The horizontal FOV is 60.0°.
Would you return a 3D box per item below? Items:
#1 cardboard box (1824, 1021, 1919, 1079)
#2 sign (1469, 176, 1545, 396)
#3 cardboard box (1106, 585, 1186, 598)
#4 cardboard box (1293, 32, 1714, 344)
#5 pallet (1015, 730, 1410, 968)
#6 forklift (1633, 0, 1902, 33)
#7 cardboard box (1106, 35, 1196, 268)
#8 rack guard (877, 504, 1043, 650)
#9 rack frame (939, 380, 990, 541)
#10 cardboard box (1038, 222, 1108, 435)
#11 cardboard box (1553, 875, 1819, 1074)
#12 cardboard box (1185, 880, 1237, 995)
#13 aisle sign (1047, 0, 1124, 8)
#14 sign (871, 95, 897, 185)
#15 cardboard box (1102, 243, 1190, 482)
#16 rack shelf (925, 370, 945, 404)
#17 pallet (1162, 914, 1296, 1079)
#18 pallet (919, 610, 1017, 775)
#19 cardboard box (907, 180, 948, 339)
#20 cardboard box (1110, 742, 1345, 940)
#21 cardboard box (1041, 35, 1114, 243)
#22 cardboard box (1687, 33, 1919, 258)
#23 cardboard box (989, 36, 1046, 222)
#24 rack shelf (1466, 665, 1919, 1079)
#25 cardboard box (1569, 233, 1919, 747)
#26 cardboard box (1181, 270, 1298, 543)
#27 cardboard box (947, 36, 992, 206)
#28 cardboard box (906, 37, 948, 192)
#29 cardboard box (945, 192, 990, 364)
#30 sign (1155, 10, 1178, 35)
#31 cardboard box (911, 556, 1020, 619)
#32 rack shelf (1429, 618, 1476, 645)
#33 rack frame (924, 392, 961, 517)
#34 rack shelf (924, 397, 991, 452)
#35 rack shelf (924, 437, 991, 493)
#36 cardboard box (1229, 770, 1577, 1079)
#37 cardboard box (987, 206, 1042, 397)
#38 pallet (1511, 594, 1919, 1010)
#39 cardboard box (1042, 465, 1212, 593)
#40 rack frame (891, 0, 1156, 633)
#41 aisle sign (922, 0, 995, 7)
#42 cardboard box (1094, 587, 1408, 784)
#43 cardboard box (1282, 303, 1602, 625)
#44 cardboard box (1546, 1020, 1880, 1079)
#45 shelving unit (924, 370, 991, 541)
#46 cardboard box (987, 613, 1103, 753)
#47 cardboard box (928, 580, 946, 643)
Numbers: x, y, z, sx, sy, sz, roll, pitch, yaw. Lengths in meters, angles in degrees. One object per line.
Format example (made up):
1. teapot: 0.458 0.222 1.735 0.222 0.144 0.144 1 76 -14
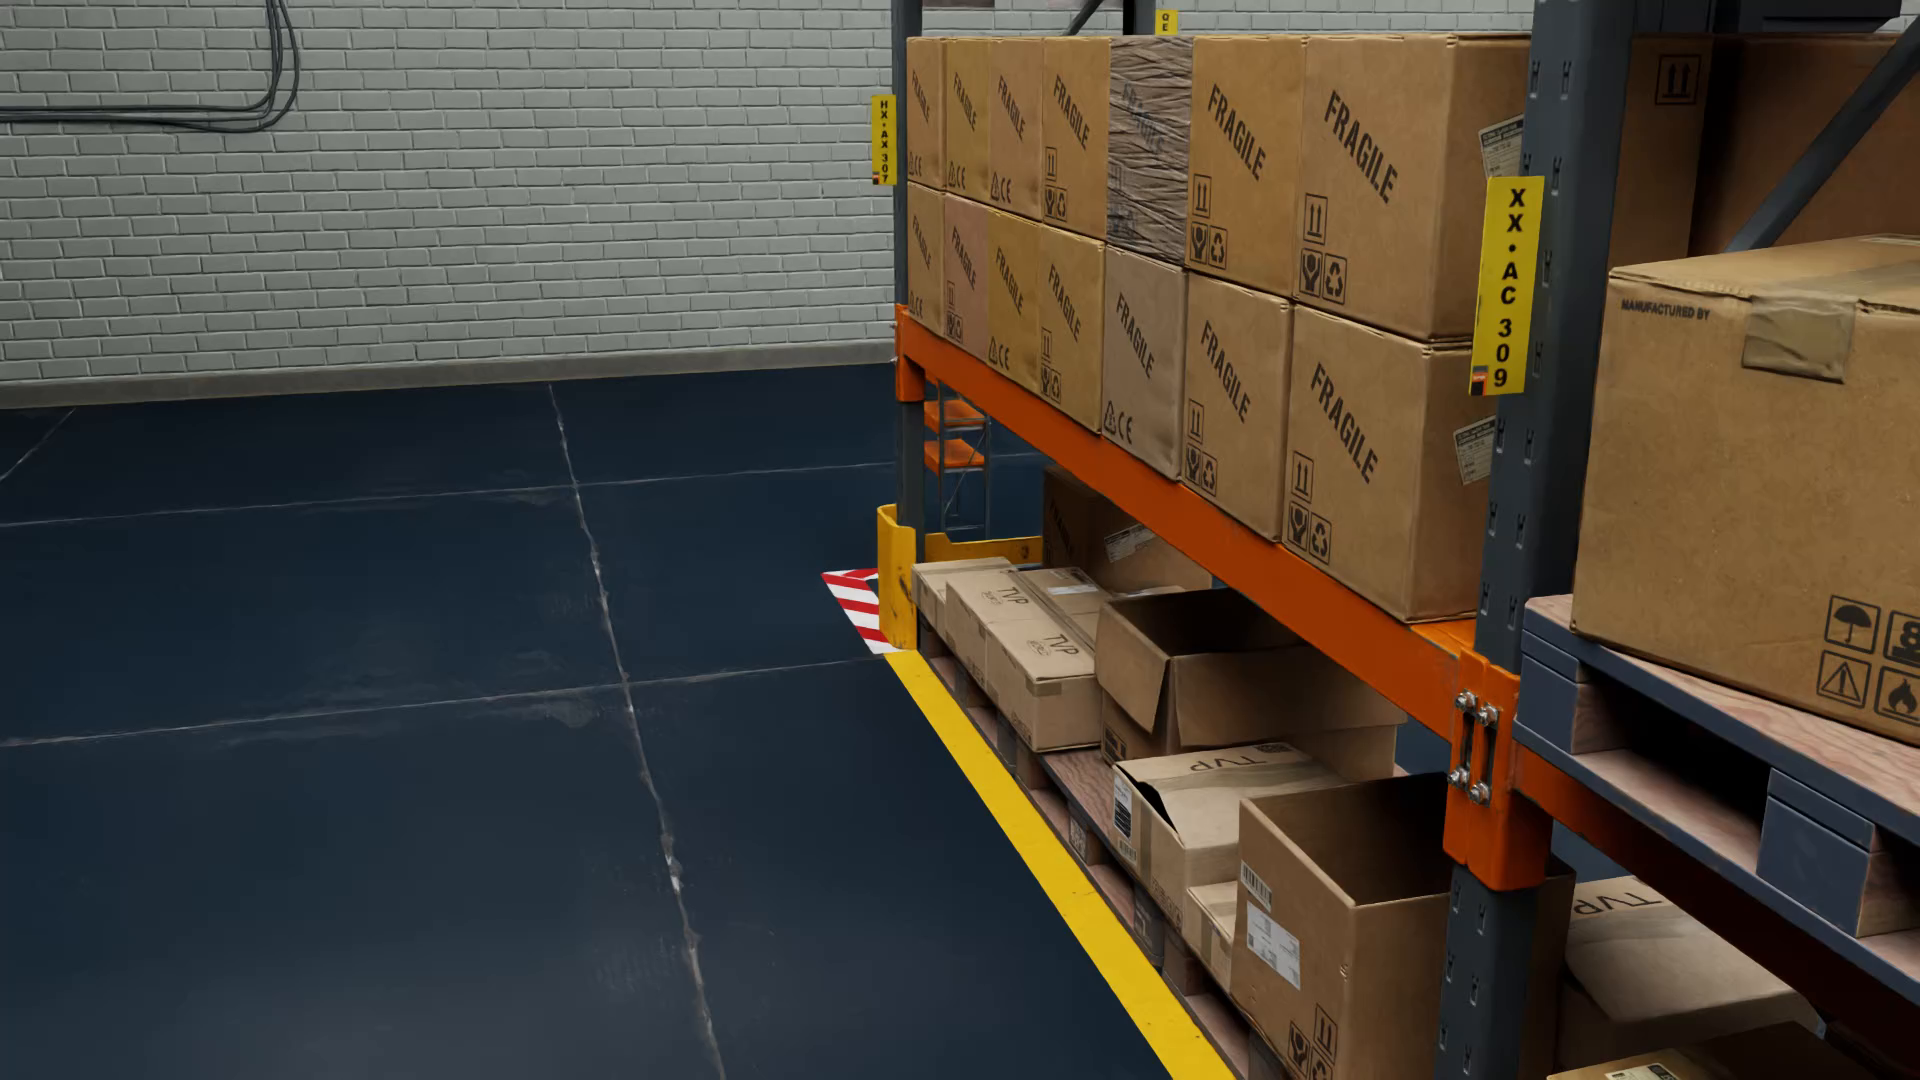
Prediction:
1. cardboard box: 1.753 1.091 2.687 0.500 0.500 0.500 -5 17 -16
2. sign: 0.823 -0.379 2.495 0.100 0.325 0.005 -5 17 -15
3. cardboard box: 0.654 0.280 5.965 0.380 0.166 0.250 -5 17 -15
4. cardboard box: 0.954 -0.656 3.009 0.500 0.500 0.500 -5 17 -15
5. pallet: 0.816 0.798 4.929 1.003 0.211 1.213 -5 17 -15
6. forklift: 3.599 -1.540 7.986 3.031 2.935 1.130 -2 17 -7
7. cardboard box: 0.673 -0.937 3.944 0.500 0.500 0.500 -5 17 -15
8. rack guard: 0.264 0.102 6.743 1.175 0.500 0.348 -5 17 -15
9. rack frame: 0.022 -0.553 7.707 0.240 1.200 0.015 -5 17 -15
10. cardboard box: 0.529 -0.600 4.563 0.500 0.500 0.500 -4 17 -15
11. cardboard box: 1.435 0.934 3.536 0.500 0.311 0.500 -5 17 -15
12. cardboard box: 0.752 0.911 3.896 0.380 0.149 0.250 -5 17 -15
13. aisle sign: 0.519 -2.404 6.222 0.394 0.787 0.004 -5 17 -15
14. sign: -0.279 -1.488 6.185 0.100 0.325 0.005 -5 17 -15
15. cardboard box: 0.672 -0.460 4.095 0.500 0.500 0.500 -4 17 -14
16. rack shelf: -0.045 -0.770 7.887 0.258 0.148 0.480 -5 17 -15
17. pallet: 1.154 1.136 3.803 1.003 0.211 1.213 -5 17 -15
18. pallet: 0.484 0.461 6.050 1.003 0.211 1.213 -5 17 -15
19. cardboard box: 0.111 -1.020 5.960 0.500 0.500 0.500 -4 17 -14
20. cardboard box: 0.707 0.725 4.234 0.500 0.311 0.500 -5 17 -15
21. cardboard box: 0.536 -1.076 4.408 0.500 0.500 0.500 -5 17 -16
22. cardboard box: 1.483 -0.689 3.119 0.500 0.500 0.500 -4 17 -14
23. cardboard box: 0.395 -1.216 4.875 0.500 0.500 0.500 -4 17 -14
24. rack shelf: 1.892 0.888 1.031 1.077 0.370 4.000 -5 17 -15
25. cardboard box: 1.257 -0.110 2.200 0.700 0.500 0.500 -12 20 -34
26. cardboard box: 0.815 -0.318 3.622 0.500 0.500 0.500 -4 17 -14
27. cardboard box: 0.262 -1.355 5.337 0.500 0.500 0.500 -5 17 -15
28. cardboard box: 0.111 -1.499 5.817 0.500 0.500 0.500 -4 17 -14
29. cardboard box: 0.258 -0.878 5.487 0.500 0.500 0.500 -5 17 -16
30. sign: 0.782 -1.860 6.368 0.100 0.325 0.005 -5 17 -15
31. cardboard box: 0.028 0.182 6.324 0.380 0.149 0.250 -5 17 -15
32. rack shelf: 0.793 -0.312 4.687 0.919 0.124 3.809 -5 17 -15
33. rack frame: -0.113 -0.688 8.157 0.240 1.200 0.015 -5 17 -15
34. rack shelf: -0.045 -0.556 7.951 0.258 0.148 0.480 -5 17 -15
35. rack shelf: -0.045 -0.366 8.008 0.258 0.148 0.480 -5 17 -15
36. cardboard box: 0.913 0.842 3.516 0.500 0.500 0.500 -5 17 -15
37. cardboard box: 0.393 -0.739 5.024 0.500 0.500 0.500 -5 17 -15
38. pallet: 1.457 0.312 2.033 1.003 0.211 1.213 -5 17 -15
39. cardboard box: 0.629 0.001 6.313 0.500 0.500 0.500 -5 17 -15
40. rack frame: 0.243 -1.116 6.453 1.000 3.000 0.127 -5 17 -15
41. aisle sign: -0.058 -2.357 6.064 0.394 0.787 0.004 -5 17 -15
42. cardboard box: 0.821 0.456 4.794 0.797 0.503 0.637 -5 17 -15
43. cardboard box: 0.958 -0.175 3.148 0.500 0.500 0.500 -4 17 -14
44. cardboard box: 1.241 1.130 2.556 0.500 0.500 0.500 -6 18 -18
45. shelving unit: -0.045 -0.620 7.932 0.258 1.200 0.503 -5 17 -15
46. cardboard box: 0.395 0.440 5.289 0.500 0.250 0.500 -5 17 -15
47. cardboard box: 0.096 0.243 6.091 0.380 0.166 0.250 -5 17 -15
